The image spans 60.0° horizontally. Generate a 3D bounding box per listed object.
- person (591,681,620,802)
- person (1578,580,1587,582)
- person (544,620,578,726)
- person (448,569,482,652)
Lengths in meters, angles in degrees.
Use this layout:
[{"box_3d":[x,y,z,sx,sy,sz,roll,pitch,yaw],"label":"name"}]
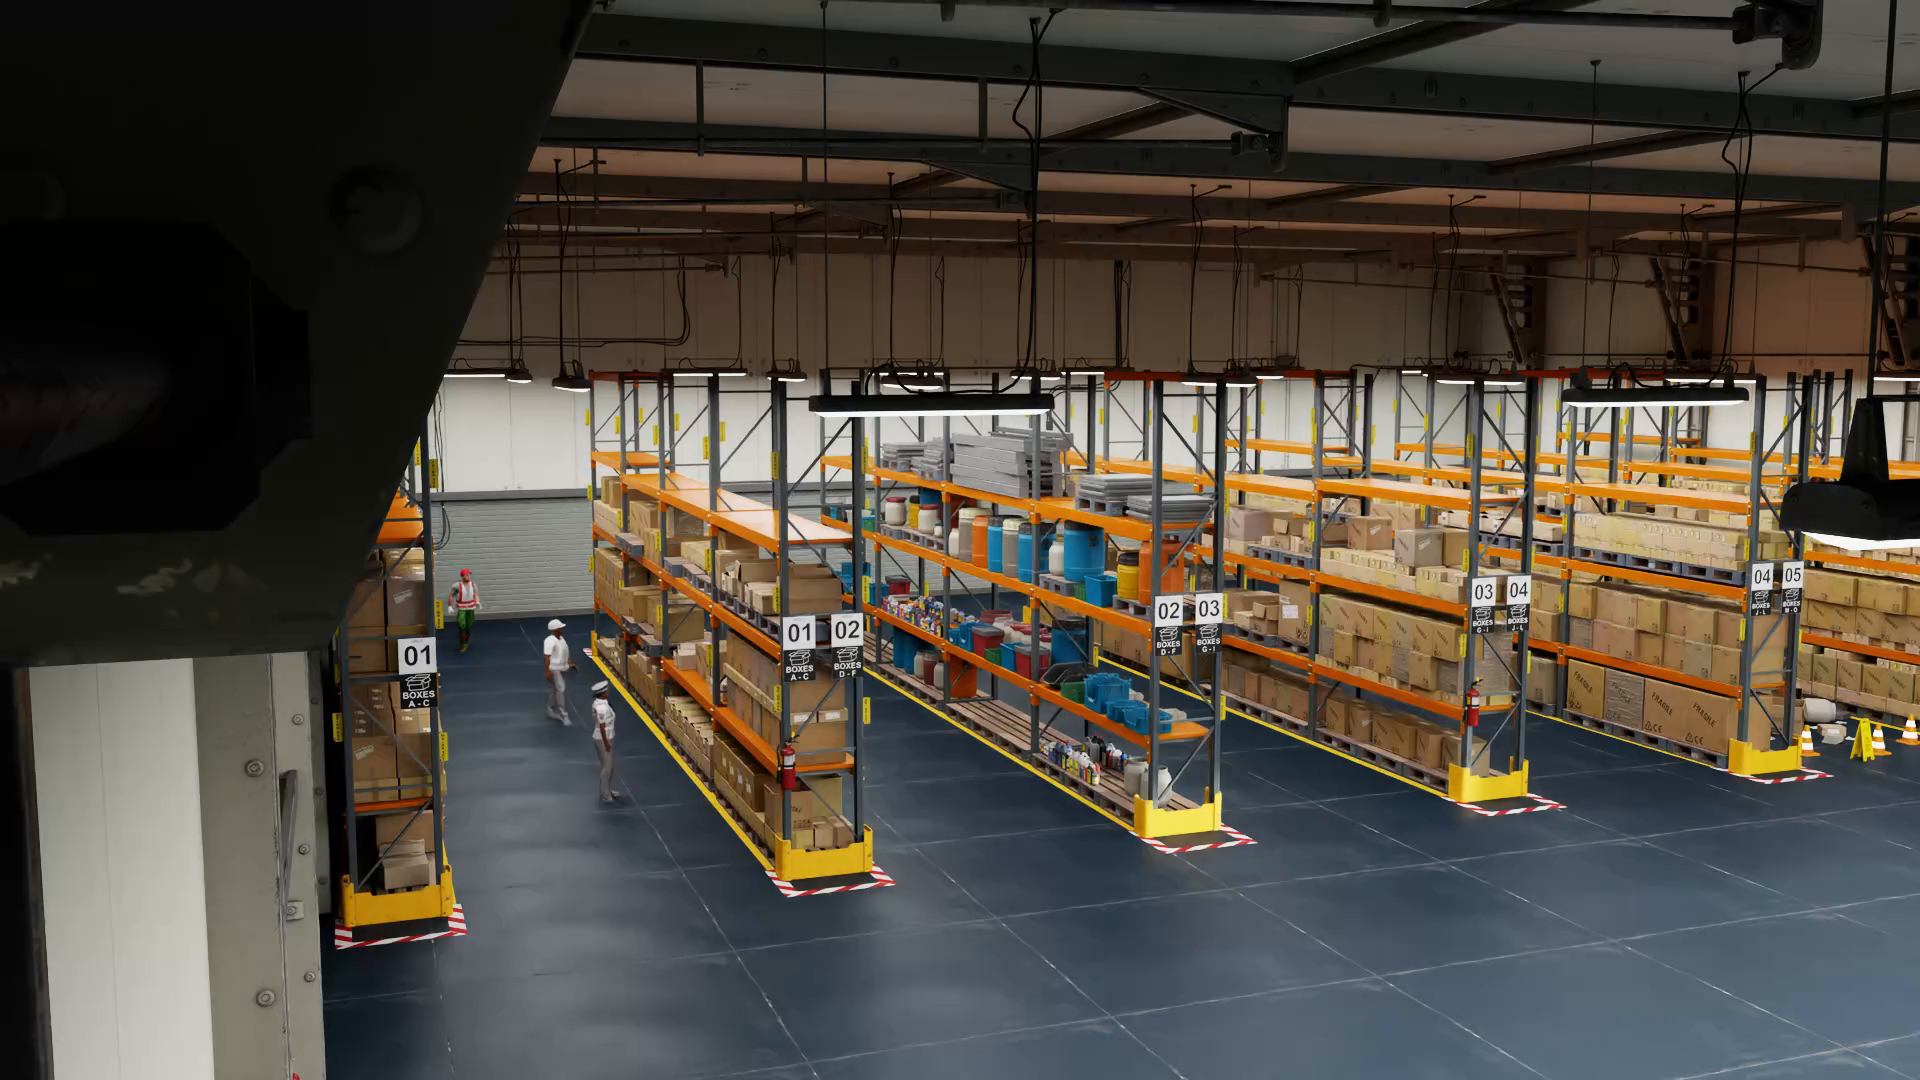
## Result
[{"box_3d":[-5.067,2.884,23.794,0.388,1.758,0.549,0,6,-1],"label":"person"},{"box_3d":[12.536,1.697,33.691,0.644,1.807,0.608,-5,8,-35],"label":"person"},{"box_3d":[-6.890,2.262,28.702,0.767,1.780,0.644,4,8,32],"label":"person"},{"box_3d":[-10.641,1.533,35.664,0.663,1.852,0.749,-3,7,-24],"label":"person"}]
